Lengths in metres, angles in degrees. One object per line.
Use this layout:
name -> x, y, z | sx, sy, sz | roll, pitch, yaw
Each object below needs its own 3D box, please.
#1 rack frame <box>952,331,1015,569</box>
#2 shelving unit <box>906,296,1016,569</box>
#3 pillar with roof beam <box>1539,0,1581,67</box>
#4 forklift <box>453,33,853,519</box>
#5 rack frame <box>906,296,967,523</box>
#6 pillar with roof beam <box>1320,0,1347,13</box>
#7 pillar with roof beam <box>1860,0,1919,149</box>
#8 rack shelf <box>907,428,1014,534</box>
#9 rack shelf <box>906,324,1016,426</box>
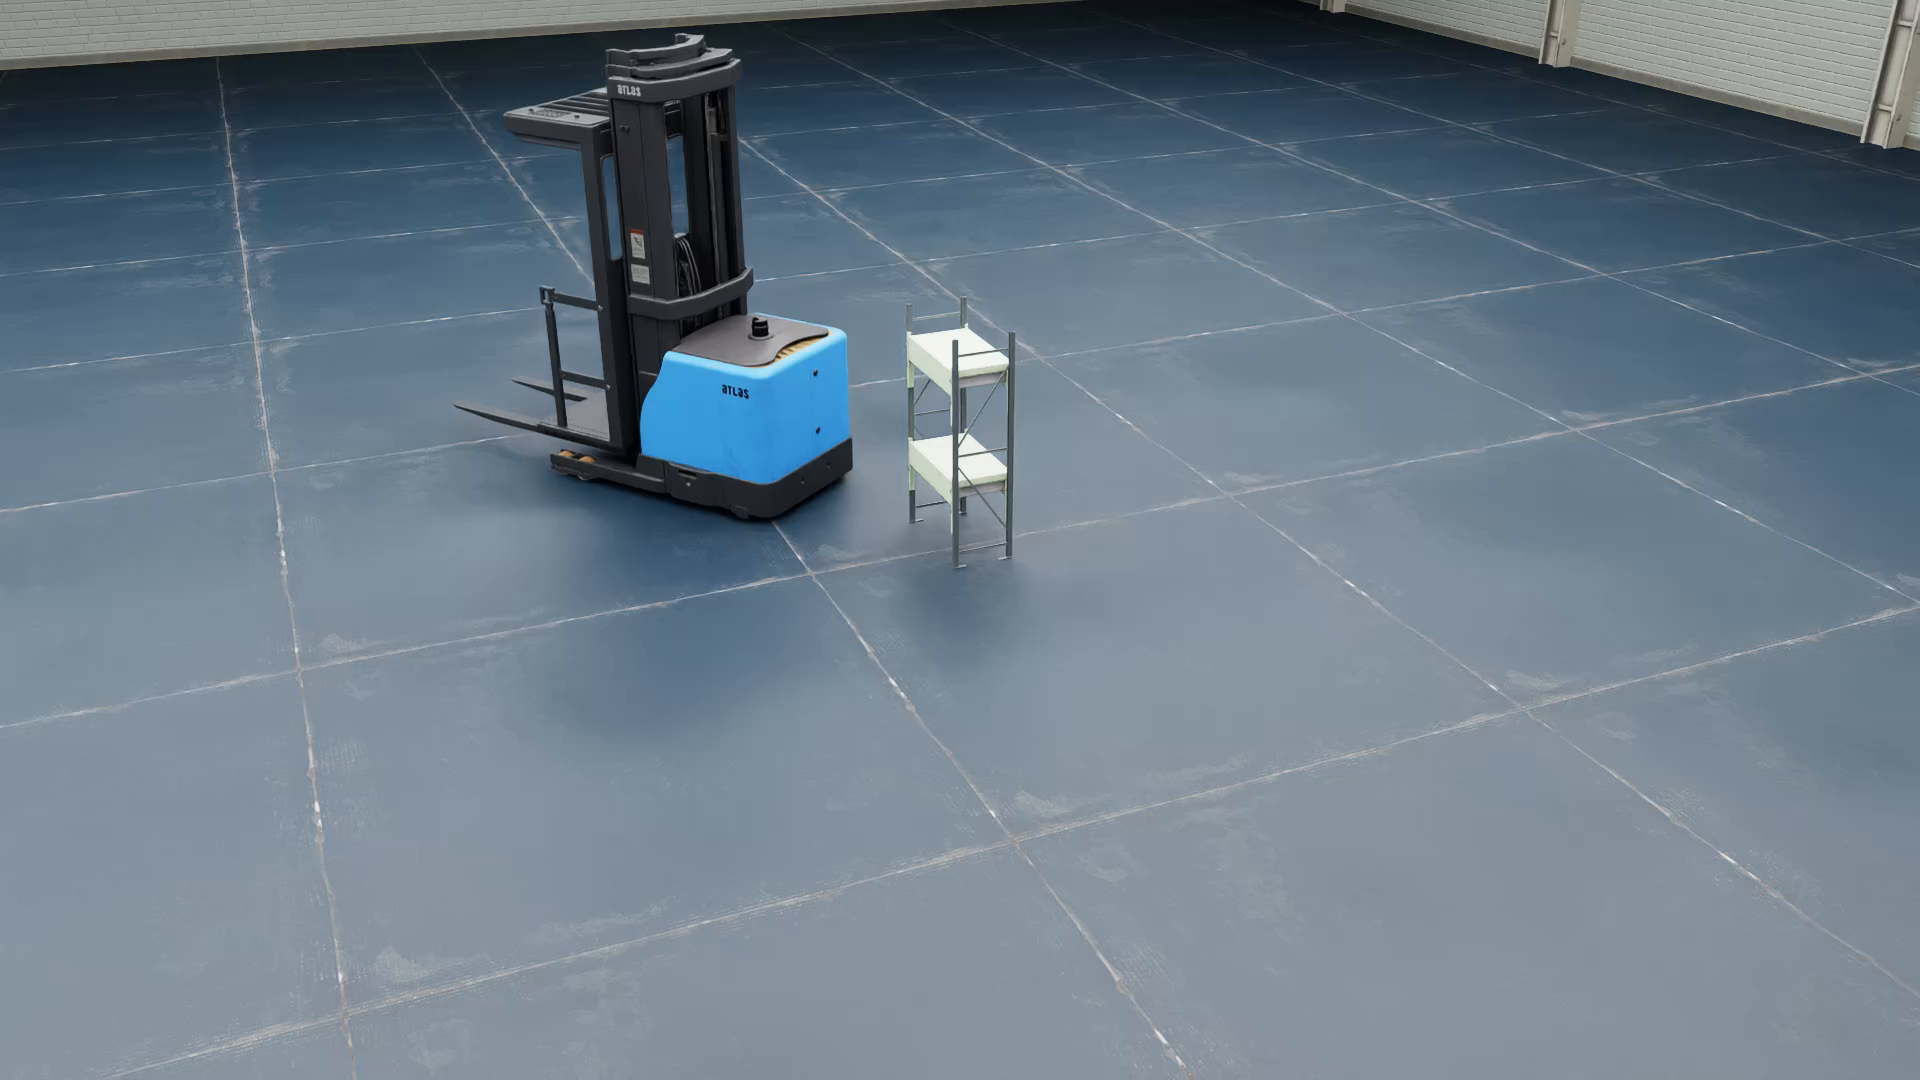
rack frame -> 0.141, -0.529, 10.124 | 0.400, 1.500, 0.023 | -11, 28, -21
shelving unit -> -0.003, -0.677, 10.426 | 0.431, 1.500, 0.755 | -11, 28, -21
pillar with roof beam -> 5.313, -10.717, 22.443 | 9.100, 9.000, 0.400 | -11, 28, -21
forklift -> -2.281, -1.914, 11.329 | 3.031, 2.935, 1.130 | 14, 29, 27
rack frame -> -0.146, -0.824, 10.729 | 0.400, 1.500, 0.023 | -11, 28, -21
pillar with roof beam -> 2.963, -13.139, 27.404 | 9.100, 9.000, 0.400 | -11, 28, -21
pillar with roof beam -> 7.662, -8.295, 17.482 | 9.100, 9.000, 0.400 | -11, 28, -21
rack shelf -> -0.003, -0.384, 10.569 | 0.431, 0.370, 0.720 | -11, 28, -21
rack shelf -> -0.003, -1.027, 10.255 | 0.431, 0.370, 0.720 | -11, 28, -21
